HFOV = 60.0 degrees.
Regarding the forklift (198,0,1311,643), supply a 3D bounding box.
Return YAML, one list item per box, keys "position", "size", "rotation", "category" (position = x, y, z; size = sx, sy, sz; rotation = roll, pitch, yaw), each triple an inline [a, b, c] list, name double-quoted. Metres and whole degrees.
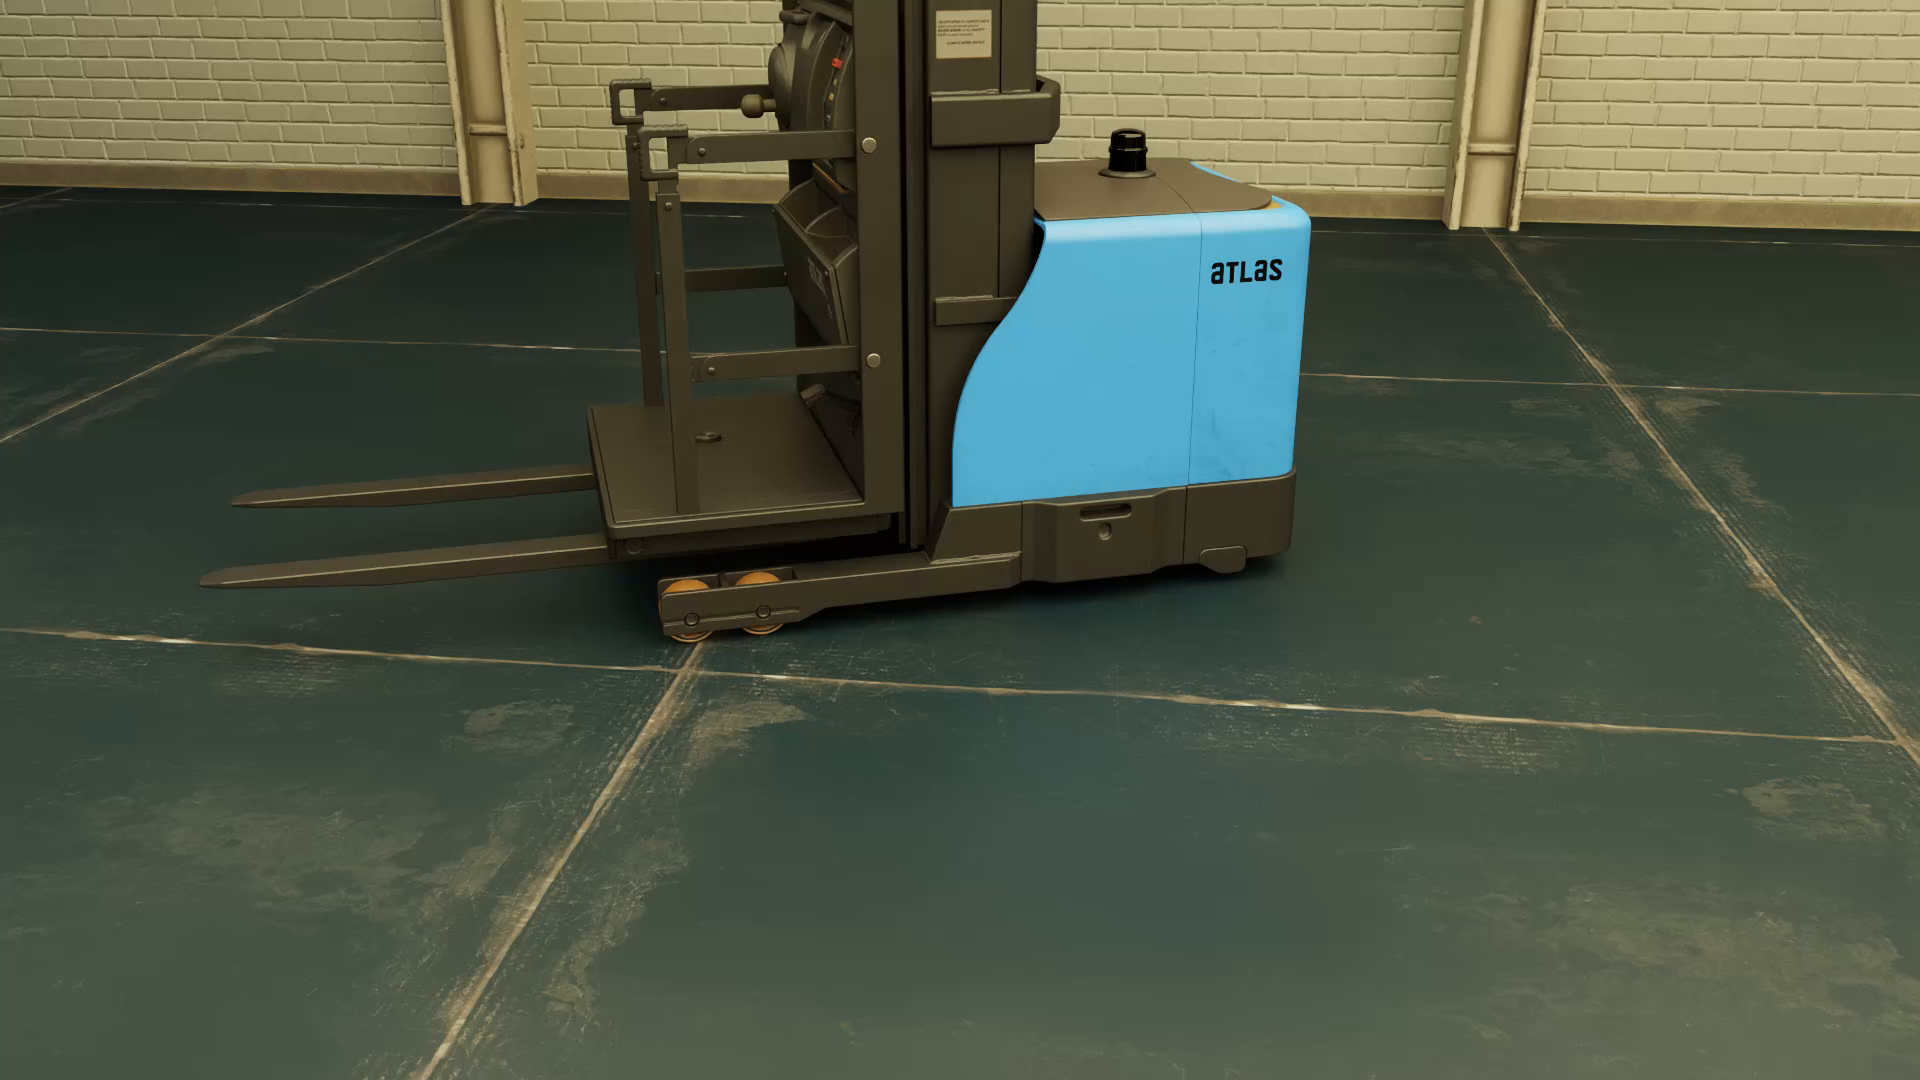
- position: [-0.588, -1.301, 4.485]
  size: [3.031, 2.935, 1.130]
  rotation: [-6, 23, -14]
  category: "forklift"
